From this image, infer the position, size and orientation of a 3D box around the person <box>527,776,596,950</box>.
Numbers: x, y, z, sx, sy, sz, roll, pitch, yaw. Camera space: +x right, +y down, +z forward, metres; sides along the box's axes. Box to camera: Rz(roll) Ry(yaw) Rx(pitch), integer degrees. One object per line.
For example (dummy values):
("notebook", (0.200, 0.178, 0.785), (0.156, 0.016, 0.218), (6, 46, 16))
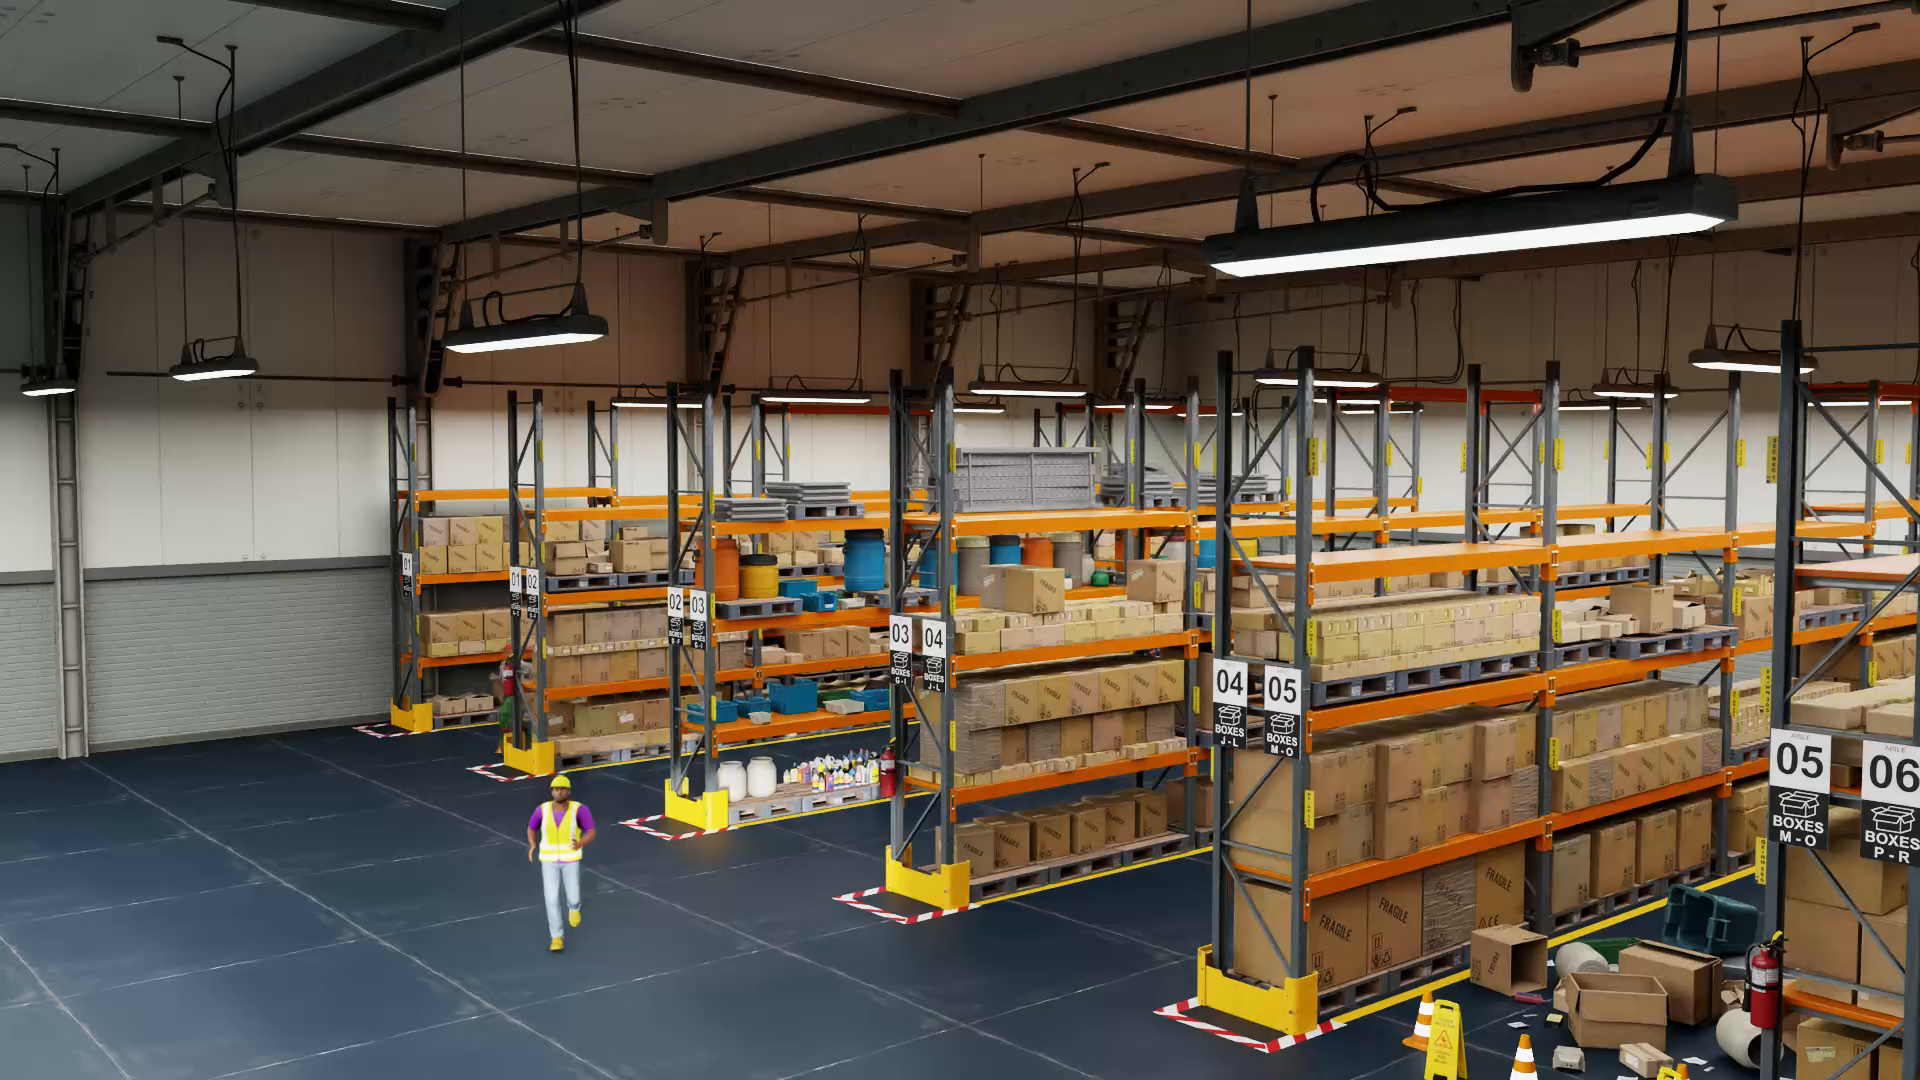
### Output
("person", (-4.123, 3.297, 17.172), (0.713, 1.733, 0.820), (0, 3, -7))

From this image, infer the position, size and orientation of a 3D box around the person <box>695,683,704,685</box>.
("person", (-4.667, 2.506, 30.908), (0.693, 1.738, 0.750), (3, 5, 45))

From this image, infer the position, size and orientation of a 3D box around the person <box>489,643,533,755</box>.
("person", (-7.531, 2.630, 27.896), (0.644, 1.818, 0.804), (3, 5, 44))
